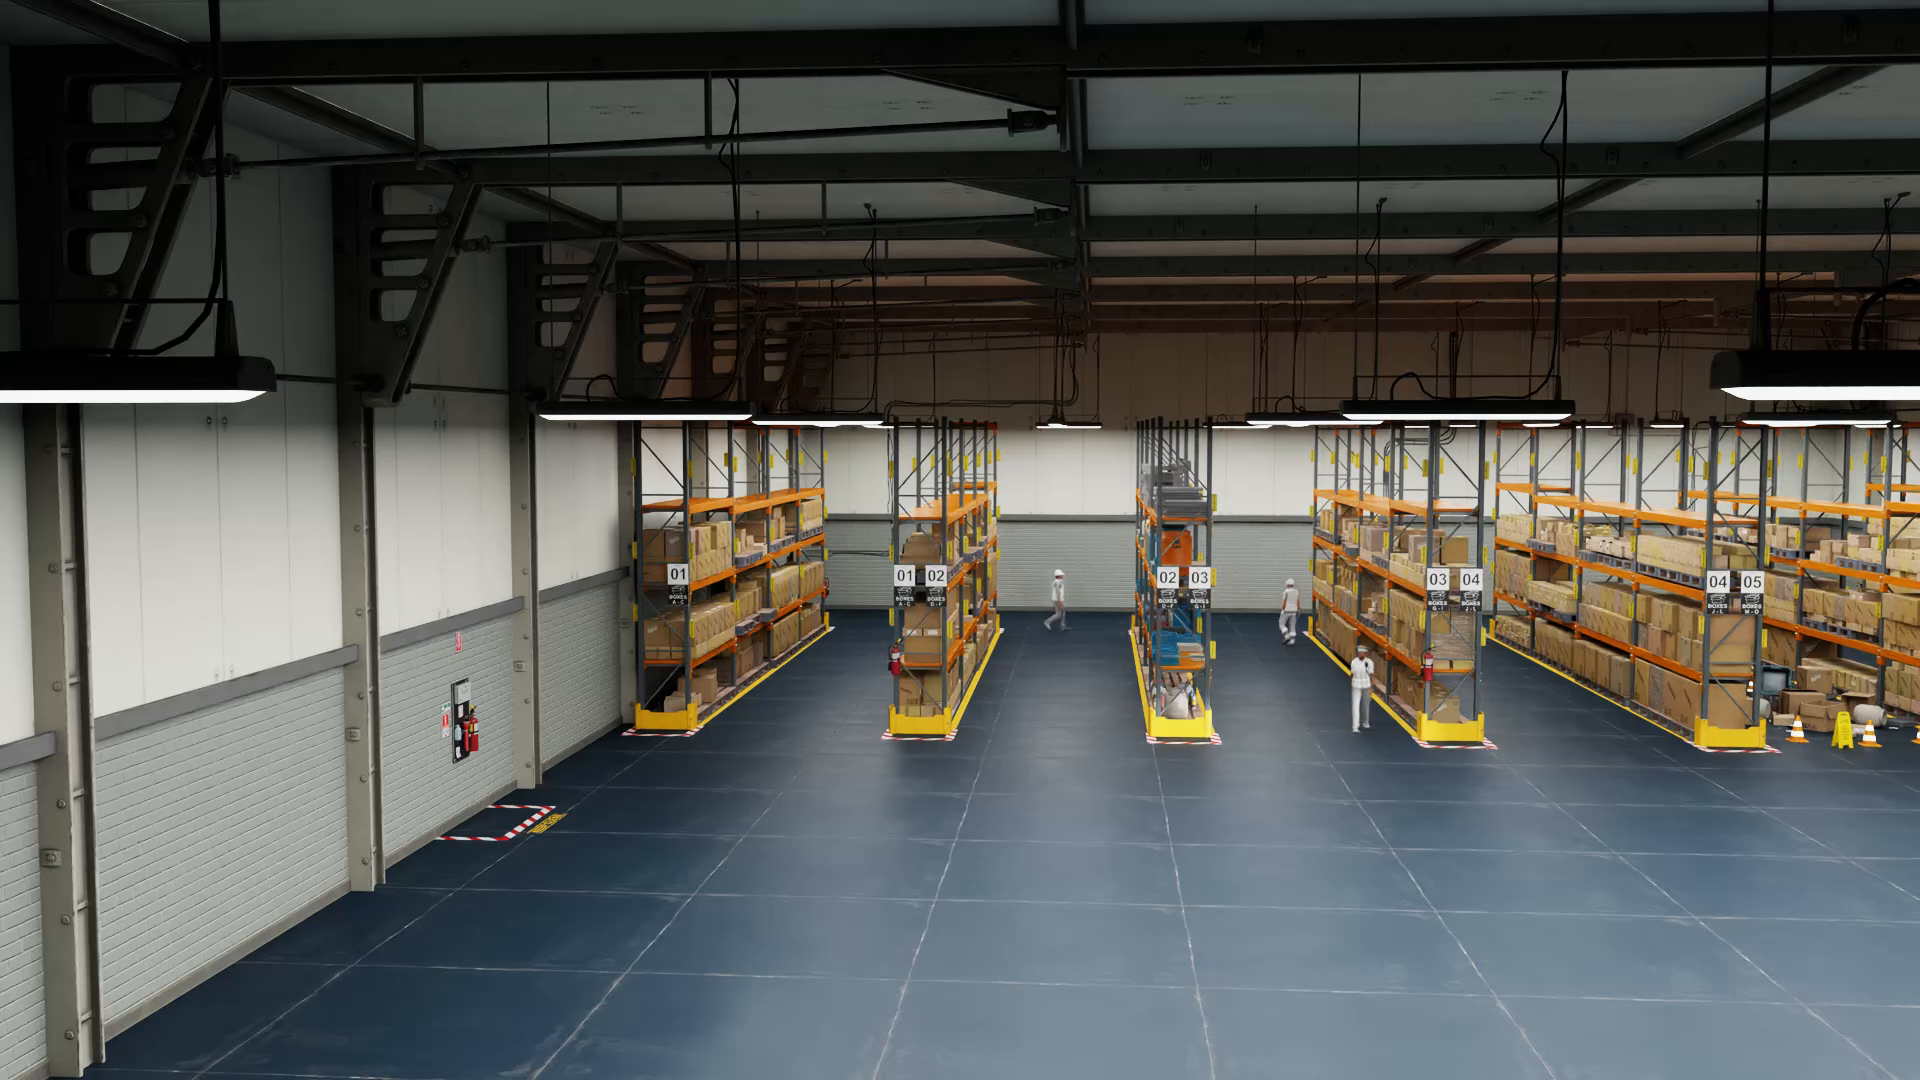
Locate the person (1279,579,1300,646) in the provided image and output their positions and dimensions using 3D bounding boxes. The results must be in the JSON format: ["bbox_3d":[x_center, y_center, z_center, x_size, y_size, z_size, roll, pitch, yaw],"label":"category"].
[{"bbox_3d":[8.826,1.929,44.423,0.602,1.791,0.467,-1,4,-21],"label":"person"}]

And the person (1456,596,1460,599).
[{"bbox_3d":[14.327,1.805,47.393,0.963,1.632,0.435,0,4,6],"label":"person"}]

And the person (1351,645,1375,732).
[{"bbox_3d":[7.657,2.815,31.686,0.451,1.633,0.956,1,4,18],"label":"person"}]

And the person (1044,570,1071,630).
[{"bbox_3d":[2.797,1.728,47.631,0.796,1.759,0.573,0,4,0],"label":"person"}]
